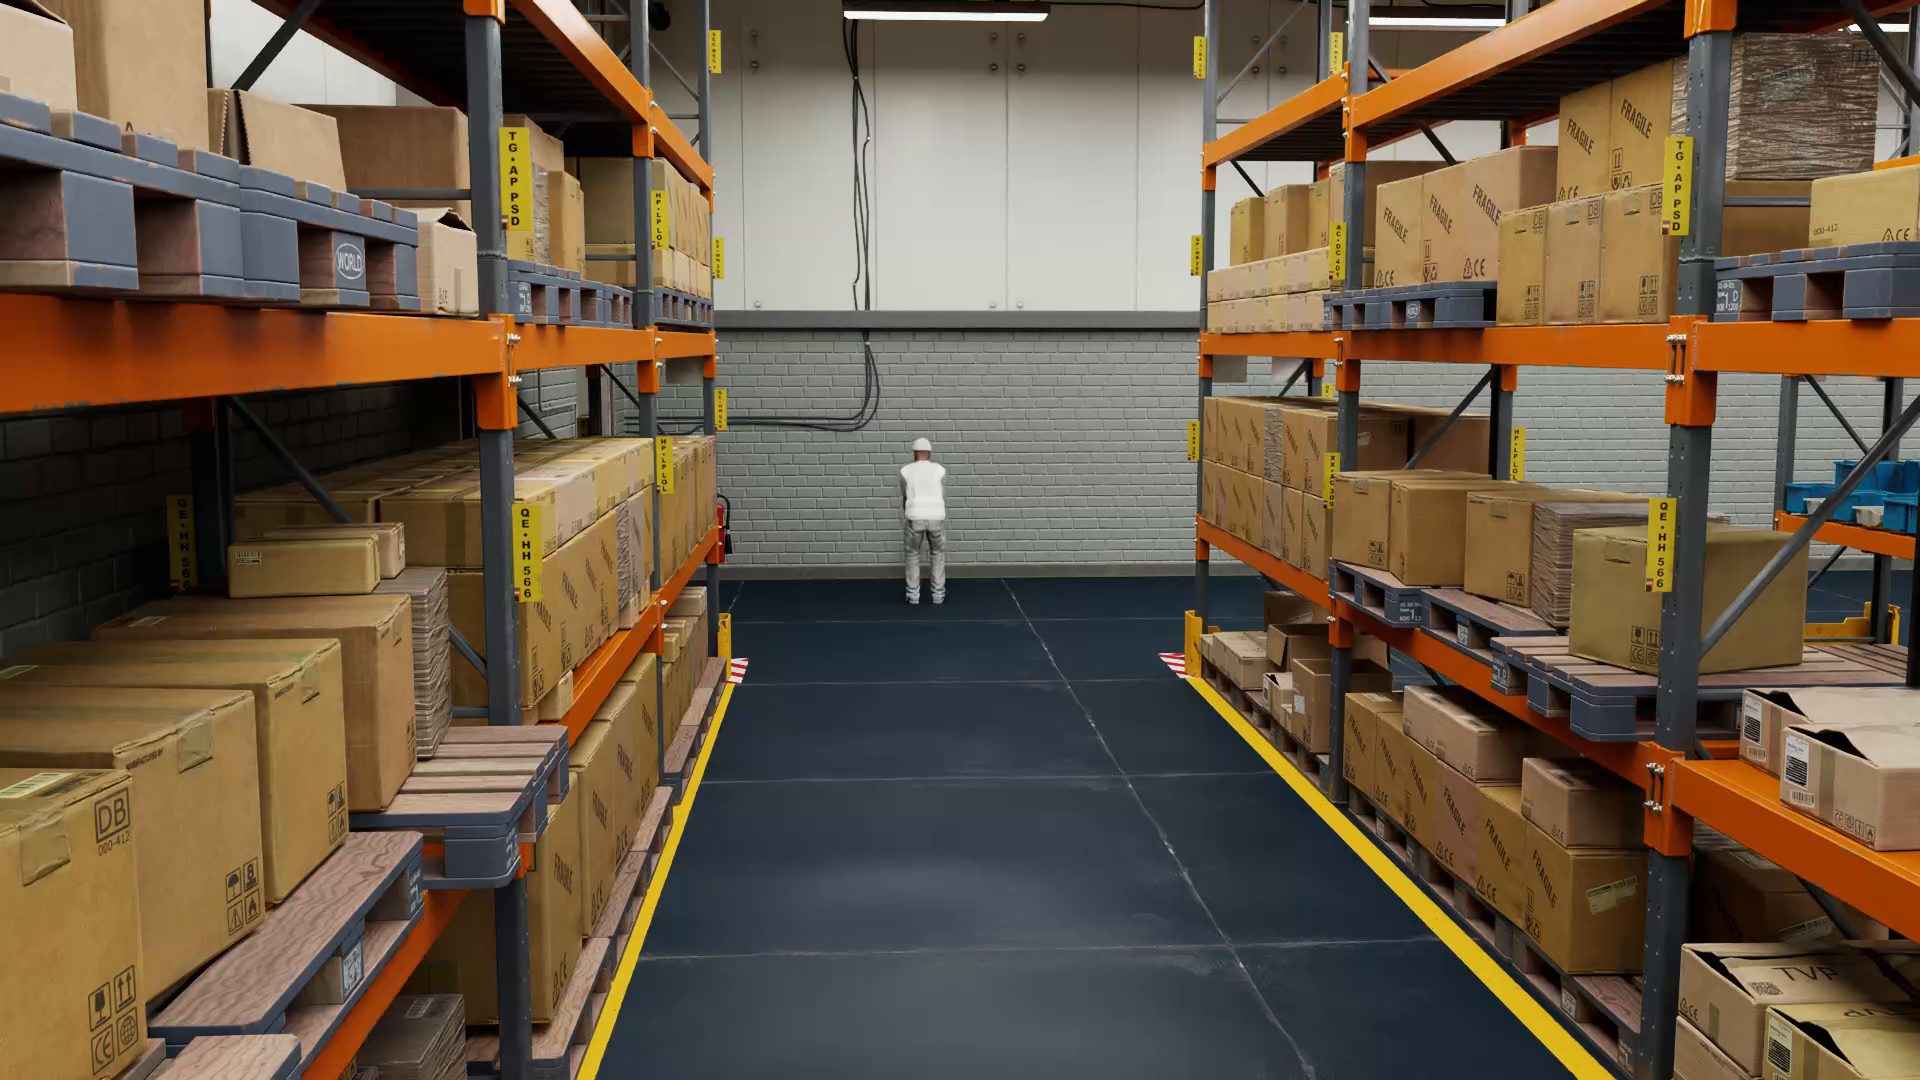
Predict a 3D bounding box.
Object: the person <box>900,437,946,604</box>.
[{"bbox_3d":[-0.394,-0.213,17.608,0.488,1.744,0.611,-1,7,-5],"label":"person"}]
